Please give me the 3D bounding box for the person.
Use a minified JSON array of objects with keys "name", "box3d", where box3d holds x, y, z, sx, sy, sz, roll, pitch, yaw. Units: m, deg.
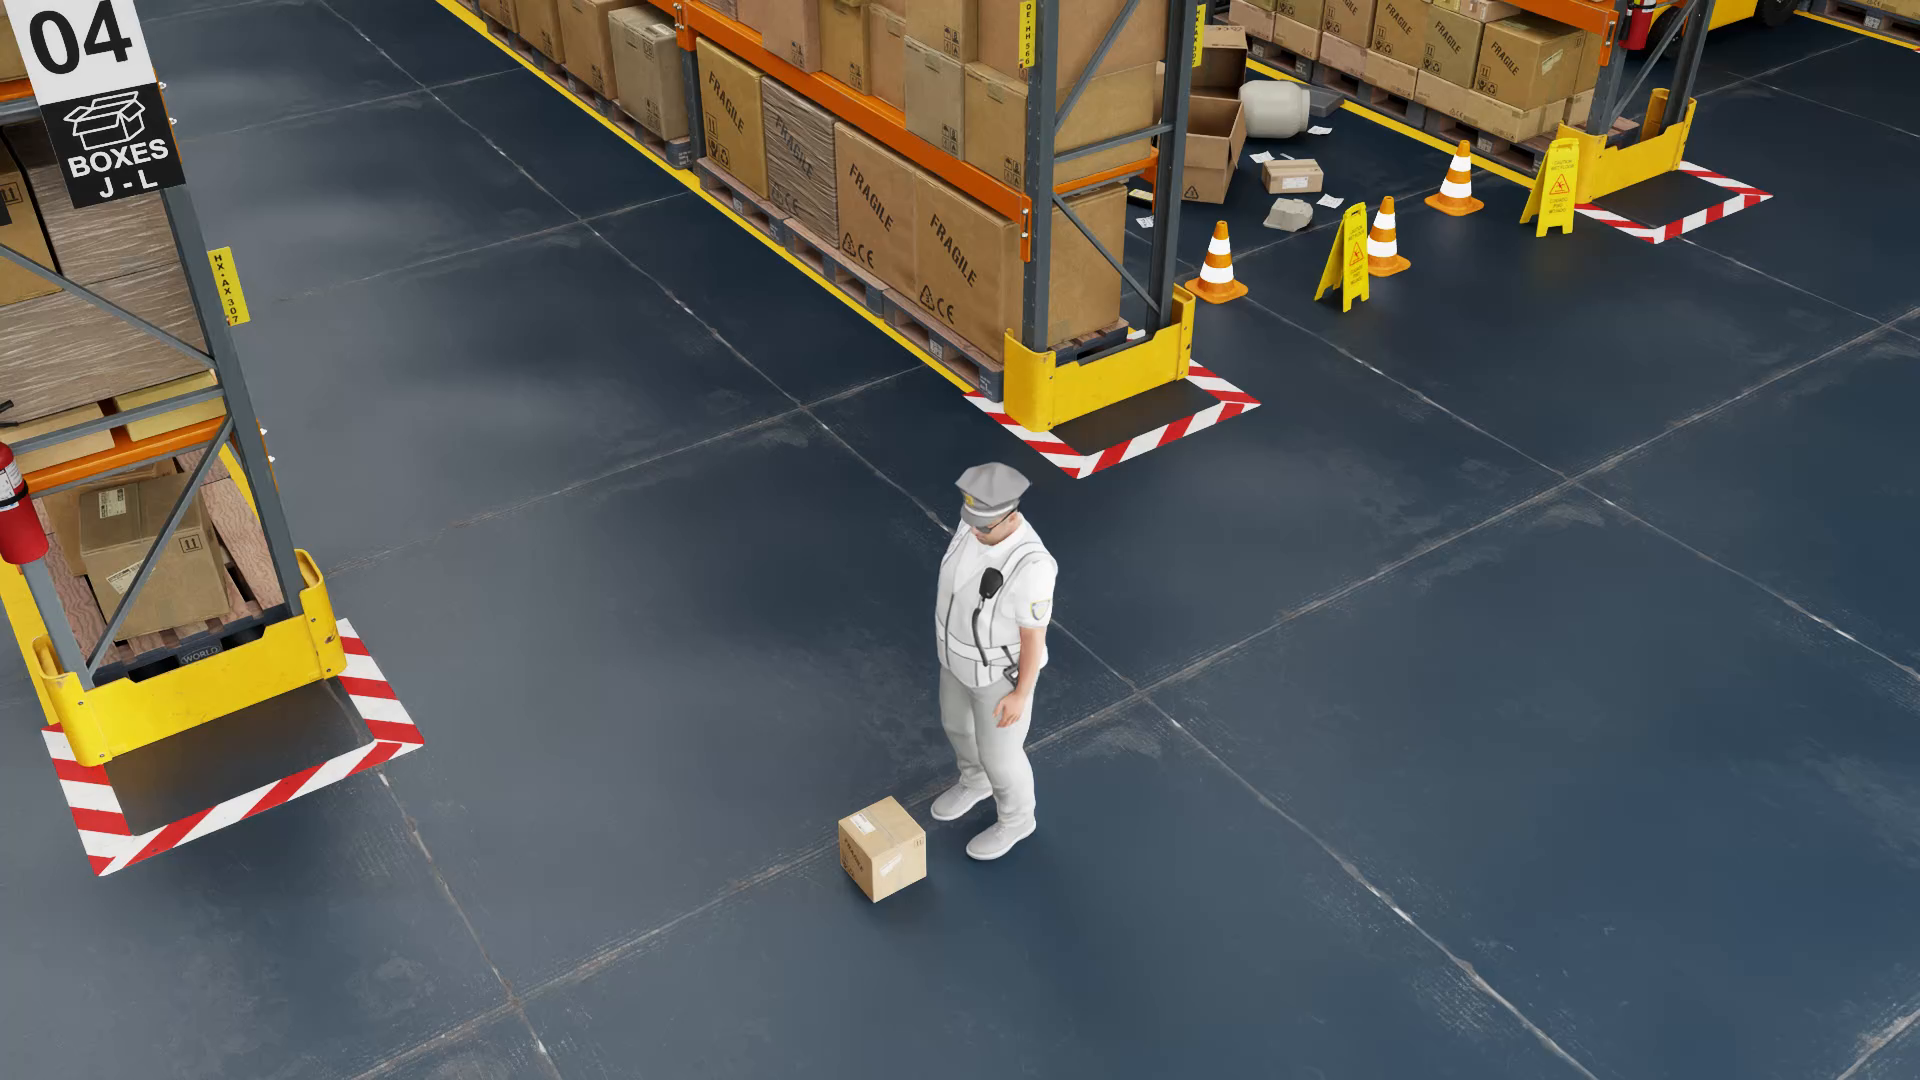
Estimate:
[{"name":"person","box3d":[0.120,0.473,6.368,0.391,1.746,0.530,-22,41,-27]}]
